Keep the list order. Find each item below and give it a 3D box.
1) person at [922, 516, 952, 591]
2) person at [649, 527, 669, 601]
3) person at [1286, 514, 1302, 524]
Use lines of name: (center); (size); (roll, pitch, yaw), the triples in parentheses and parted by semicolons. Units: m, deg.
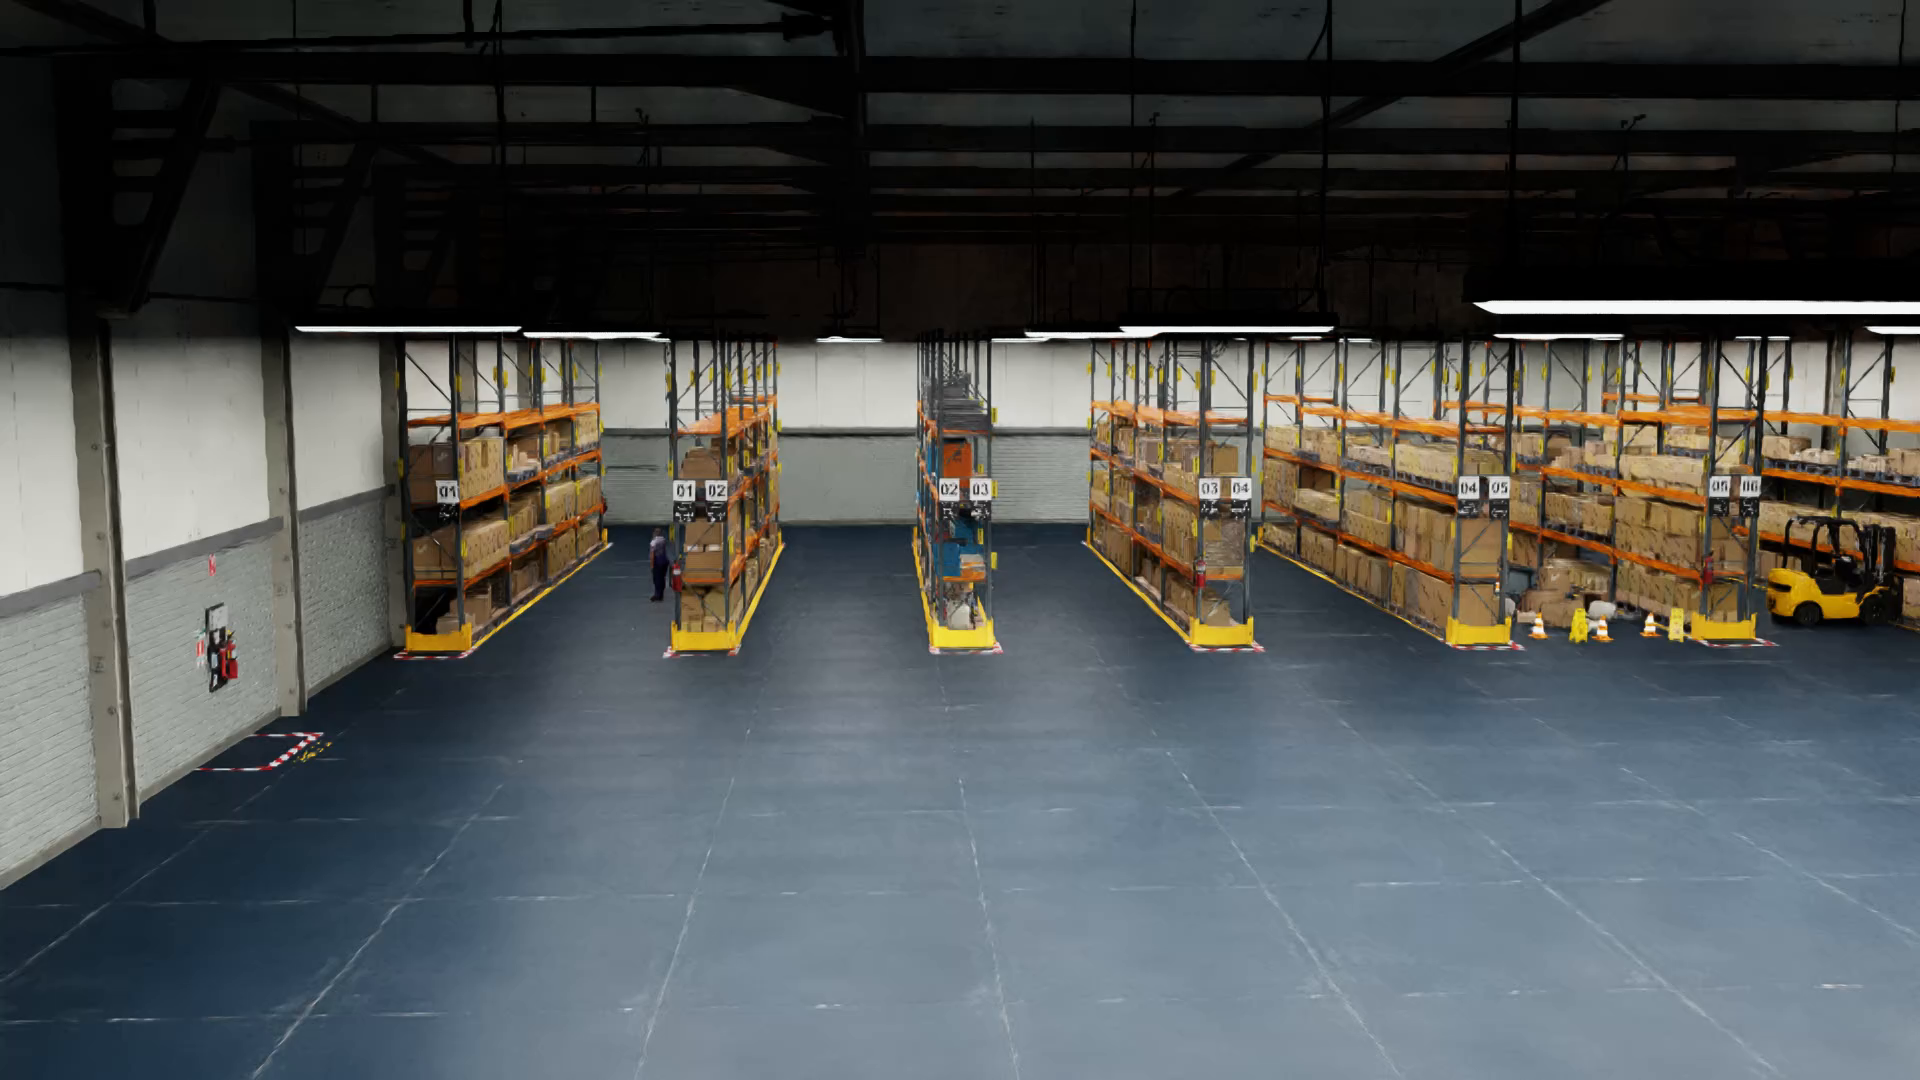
person: (-0.495, 0.293, 36.399); (0.612, 1.651, 0.661); (-2, 7, -16)
person: (-6.774, 0.525, 37.149); (0.470, 1.652, 0.523); (3, 8, 27)
person: (10.267, -1.104, 51.094); (0.598, 1.629, 0.507); (-5, 8, -36)
